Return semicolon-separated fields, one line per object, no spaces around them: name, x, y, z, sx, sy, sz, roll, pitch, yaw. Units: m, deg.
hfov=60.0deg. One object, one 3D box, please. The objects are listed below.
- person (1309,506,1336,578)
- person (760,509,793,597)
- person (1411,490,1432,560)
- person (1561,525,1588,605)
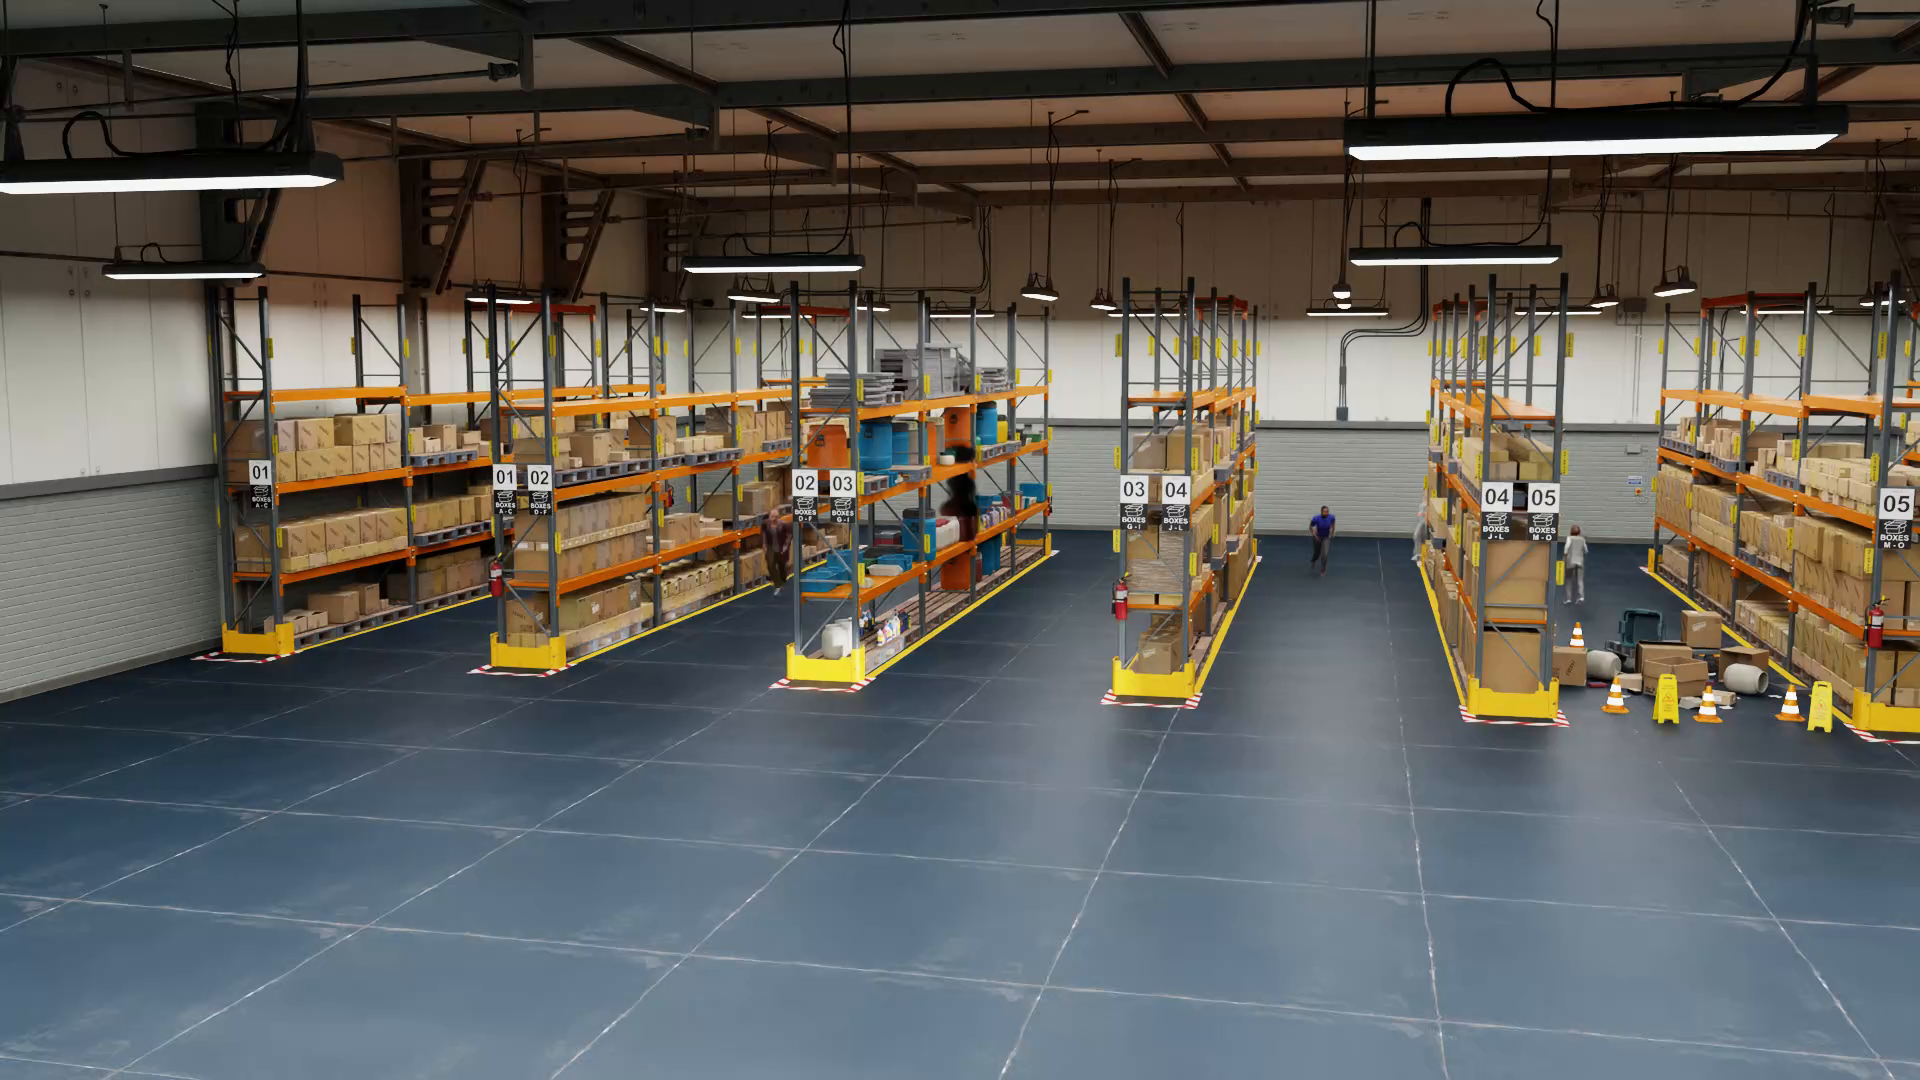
person;7.993;0.009;36.861;0.602;1.615;0.960;-1;7;-7
person;-3.524;0.211;32.420;0.692;1.700;1.001;1;7;10
person;11.131;-0.370;39.563;0.781;1.725;0.544;-3;7;-22
person;11.951;0.551;32.296;0.545;1.468;0.924;1;7;5
